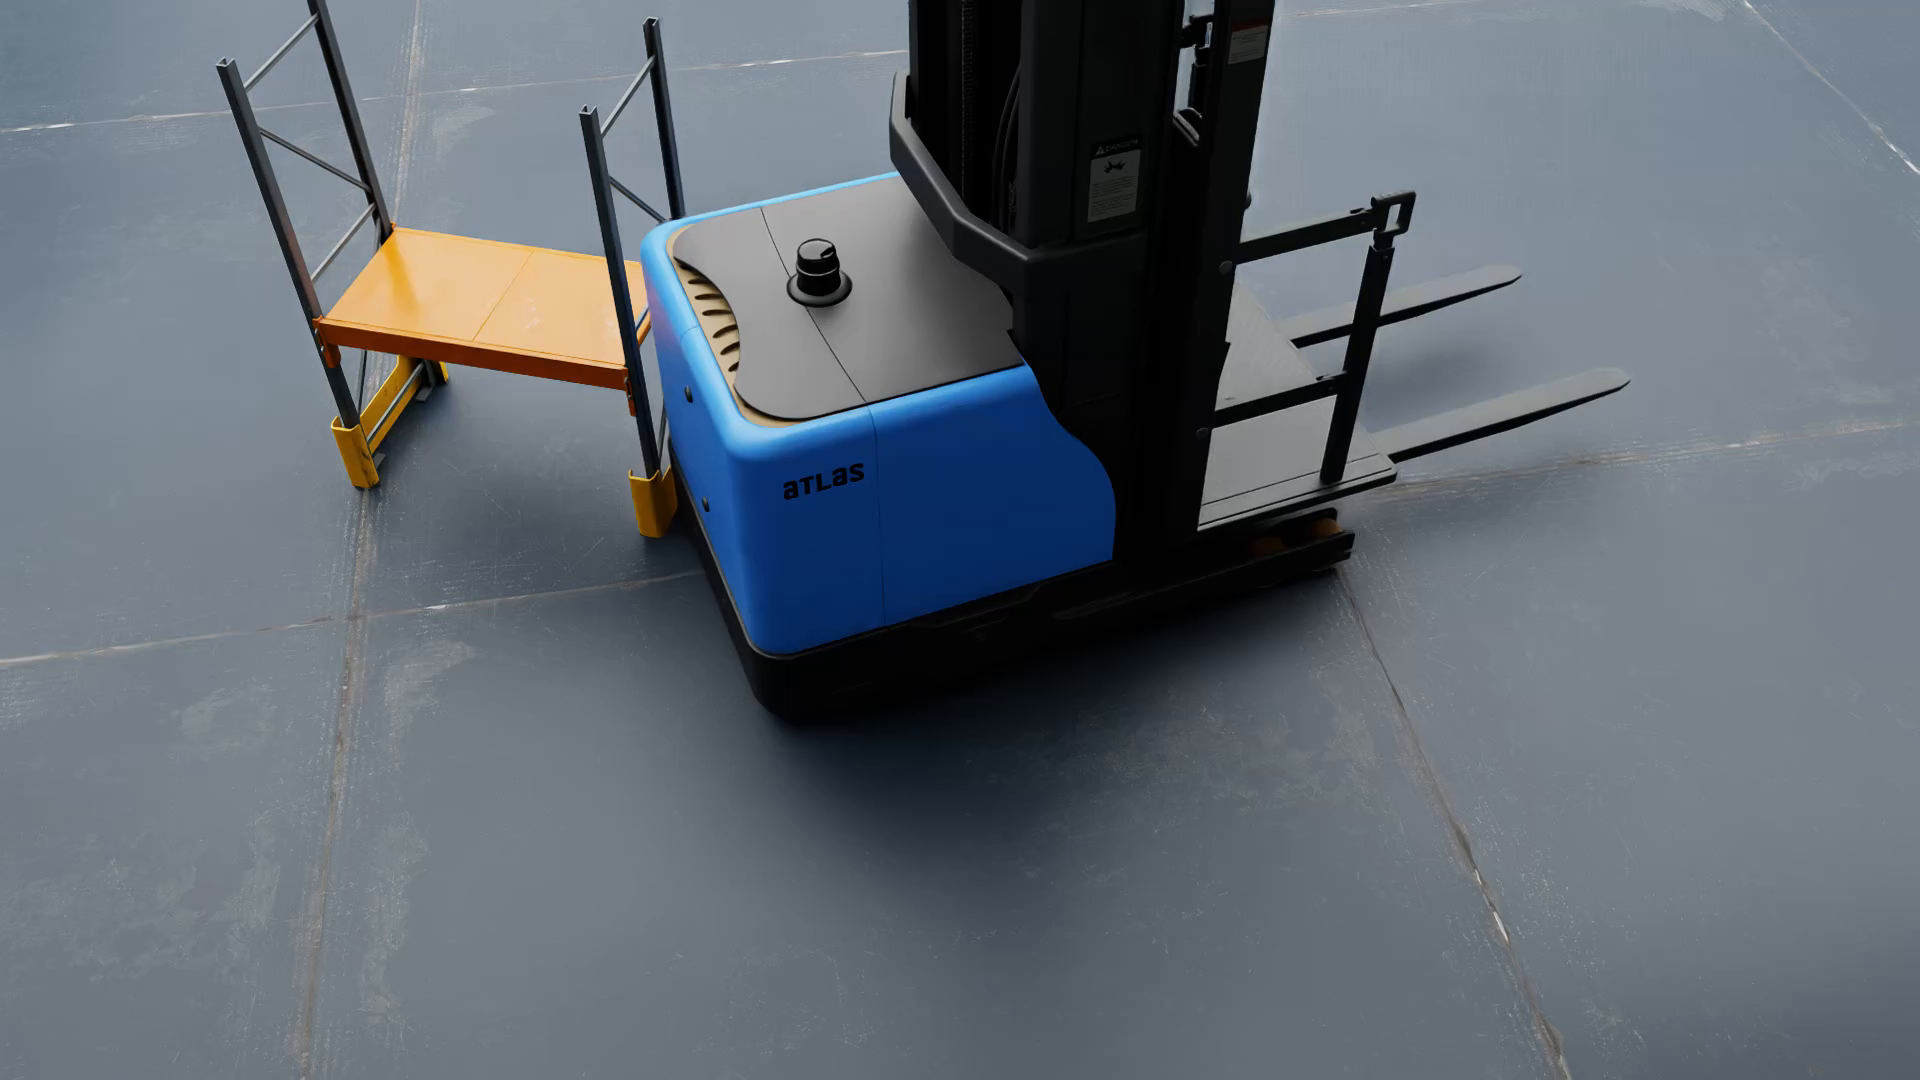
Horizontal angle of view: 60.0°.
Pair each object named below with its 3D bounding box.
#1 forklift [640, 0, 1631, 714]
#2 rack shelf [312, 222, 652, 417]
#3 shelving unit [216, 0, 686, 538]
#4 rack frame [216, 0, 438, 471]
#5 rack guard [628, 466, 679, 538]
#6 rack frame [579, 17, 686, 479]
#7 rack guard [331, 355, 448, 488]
[{"bbox_3d":[0.670,-1.208,4.379,3.031,2.935,1.130,-16,48,-15],"label":"forklift"},{"bbox_3d":[-1.390,-0.691,5.123,1.000,0.185,0.538,10,47,9],"label":"rack shelf"},{"bbox_3d":[-1.399,-0.817,4.995,1.083,1.500,0.587,10,47,9],"label":"shelving unit"},{"bbox_3d":[-1.885,-0.899,5.073,0.032,1.500,0.500,10,47,9],"label":"rack frame"},{"bbox_3d":[-0.914,-0.302,5.368,0.087,0.250,0.587,10,47,9],"label":"rack guard"},{"bbox_3d":[-0.895,-0.733,4.914,0.032,1.500,0.500,10,47,9],"label":"rack frame"},{"bbox_3d":[-1.885,-0.465,5.523,0.087,0.250,0.587,10,47,9],"label":"rack guard"}]
